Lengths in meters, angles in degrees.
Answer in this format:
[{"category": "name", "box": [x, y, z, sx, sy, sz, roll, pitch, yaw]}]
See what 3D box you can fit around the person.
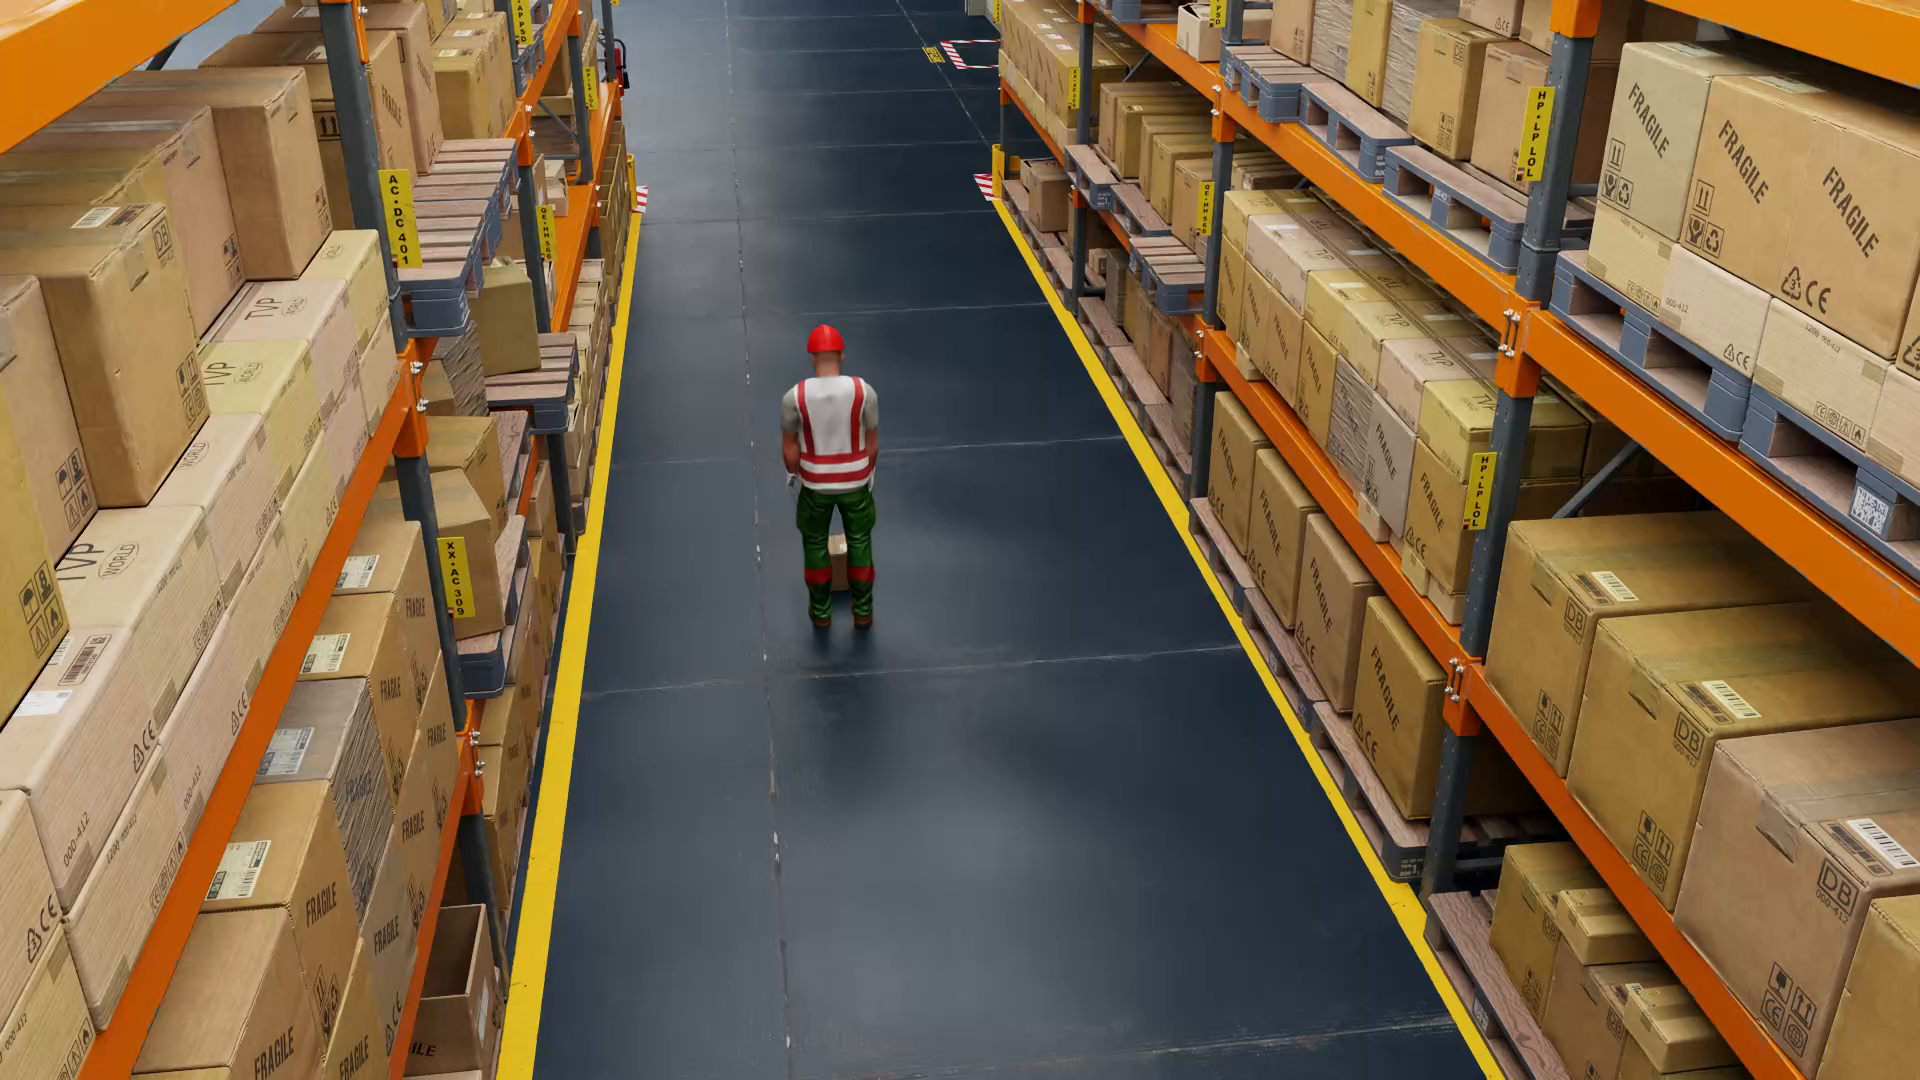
[{"category": "person", "box": [-0.718, -0.339, 9.287, 0.534, 1.762, 0.400, -3, 27, -6]}]
